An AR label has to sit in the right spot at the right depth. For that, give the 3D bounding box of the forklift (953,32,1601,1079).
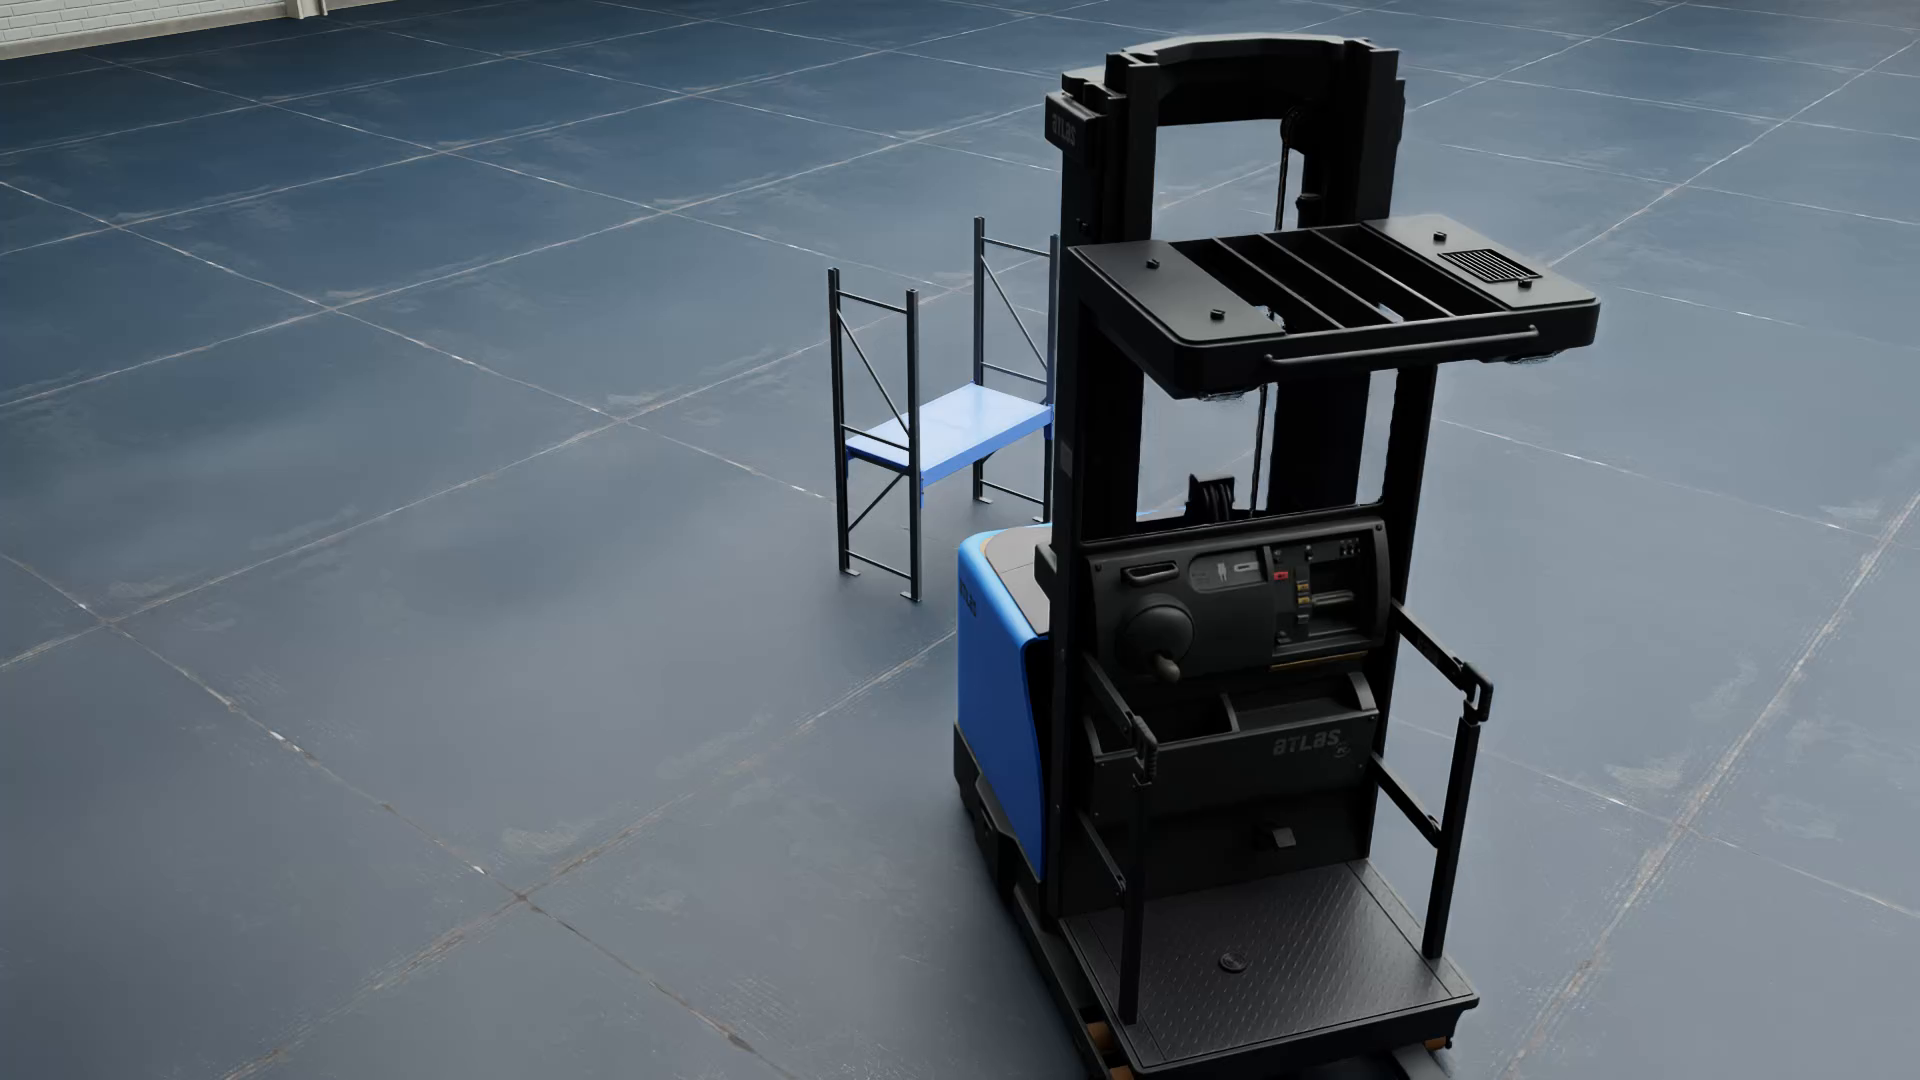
[{"bbox_3d":[0.881,0.218,4.640,1.130,2.935,3.031,-8,28,-15],"label":"forklift"}]

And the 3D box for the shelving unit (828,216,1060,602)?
[{"bbox_3d":[-0.054,-0.636,7.847,0.538,1.500,1.048,21,34,34],"label":"shelving unit"}]

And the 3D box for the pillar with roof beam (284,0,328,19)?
[{"bbox_3d":[-4.974,-9.405,16.637,9.100,9.000,0.400,21,34,34],"label":"pillar with roof beam"}]

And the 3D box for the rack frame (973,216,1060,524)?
[{"bbox_3d":[0.269,-0.816,8.195,0.500,1.500,0.032,21,34,34],"label":"rack frame"}]

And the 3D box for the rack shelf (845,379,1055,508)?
[{"bbox_3d":[-0.054,-0.476,7.930,0.538,0.185,1.000,21,34,34],"label":"rack shelf"}]

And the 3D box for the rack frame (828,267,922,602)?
[{"bbox_3d":[-0.378,-0.456,7.499,0.500,1.500,0.032,21,34,34],"label":"rack frame"}]
